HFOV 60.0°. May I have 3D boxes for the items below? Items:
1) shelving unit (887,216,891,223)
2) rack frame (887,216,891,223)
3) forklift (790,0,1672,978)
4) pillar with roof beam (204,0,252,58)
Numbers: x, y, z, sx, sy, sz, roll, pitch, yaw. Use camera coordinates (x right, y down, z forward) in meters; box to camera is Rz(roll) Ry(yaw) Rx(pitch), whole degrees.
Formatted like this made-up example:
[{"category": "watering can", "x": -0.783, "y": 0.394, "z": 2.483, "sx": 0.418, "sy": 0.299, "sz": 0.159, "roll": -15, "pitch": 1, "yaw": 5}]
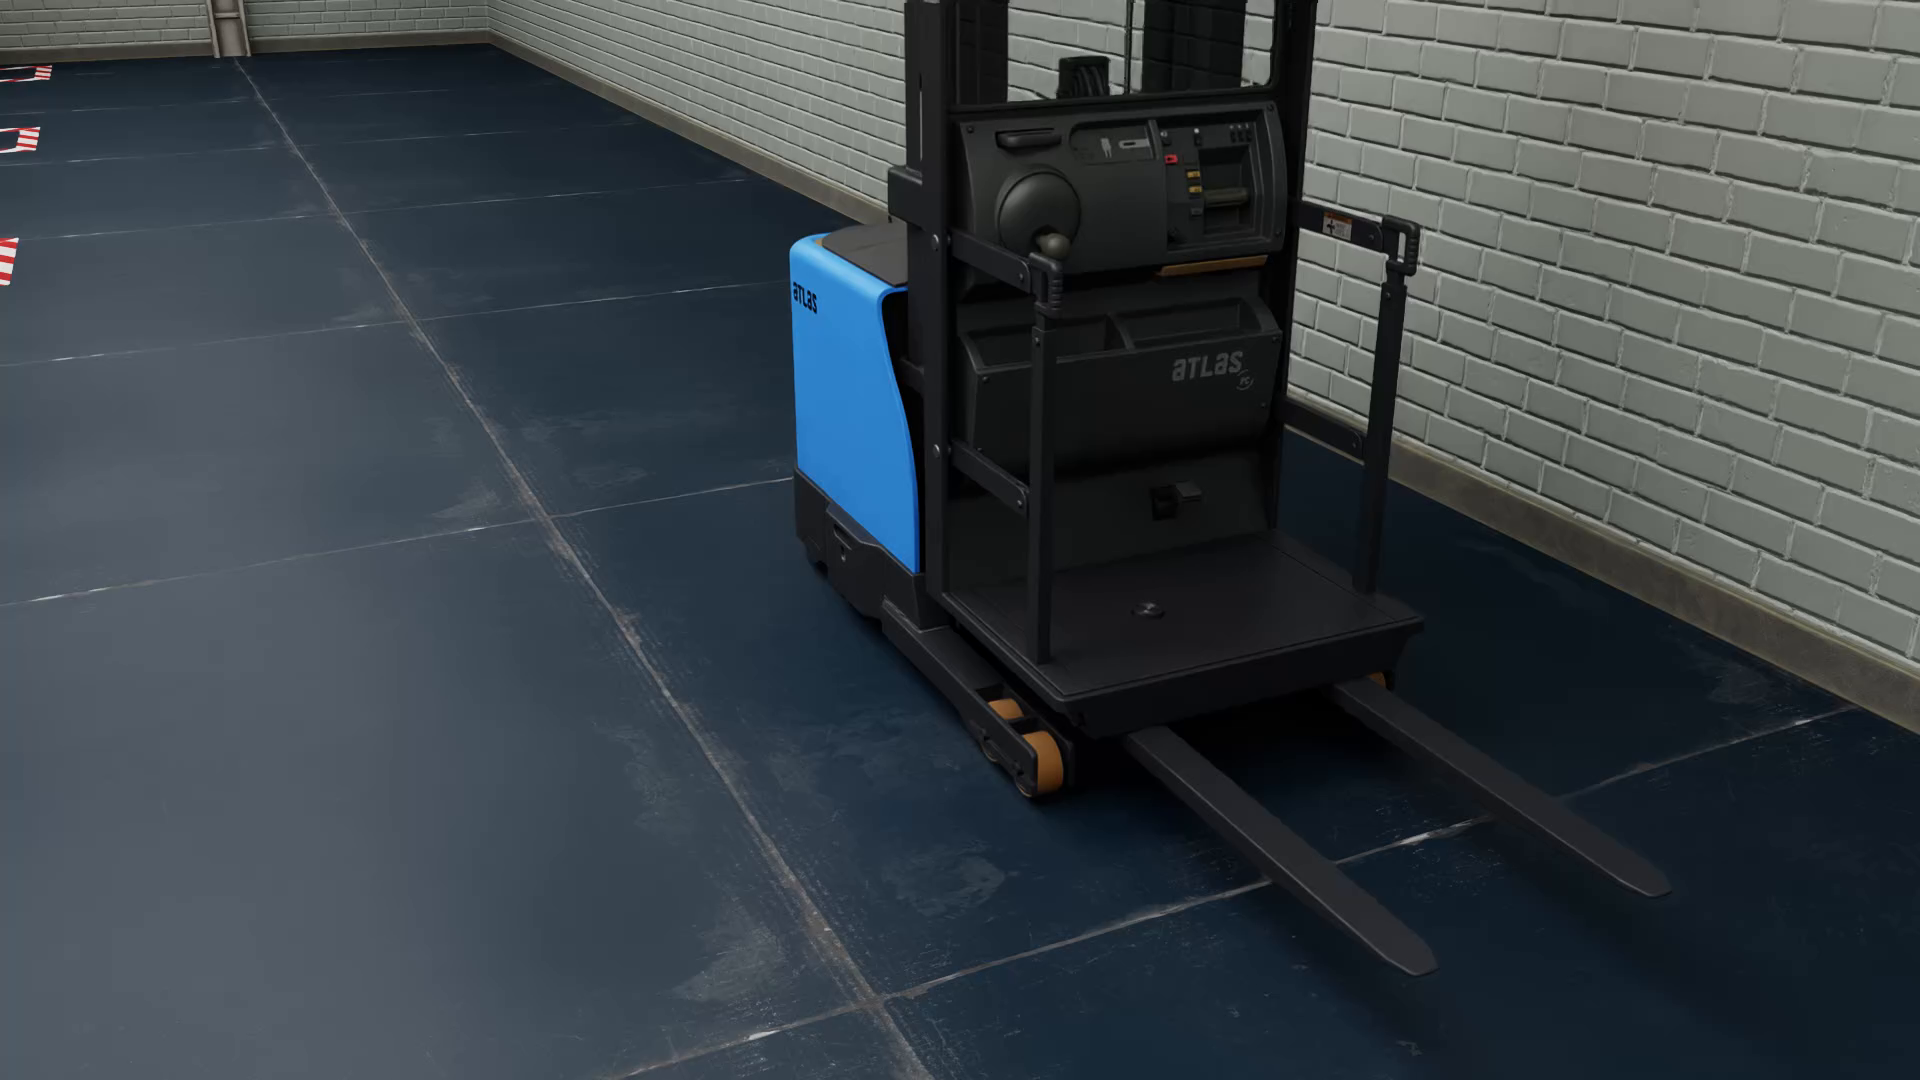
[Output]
[{"category": "shelving unit", "x": -0.093, "y": -0.609, "z": 5.848, "sx": 0.252, "sy": 1.050, "sz": 0.215, "roll": -10, "pitch": 25, "yaw": -23}, {"category": "rack frame", "x": -0.203, "y": -0.589, "z": 5.800, "sx": 0.008, "sy": 1.050, "sz": 0.200, "roll": -10, "pitch": 25, "yaw": -23}, {"category": "forklift", "x": 0.526, "y": -0.897, "z": 4.084, "sx": 1.130, "sy": 2.935, "sz": 3.031, "roll": -10, "pitch": 25, "yaw": -23}, {"category": "pillar with roof beam", "x": -6.628, "y": -8.332, "z": 14.113, "sx": 0.400, "sy": 9.000, "sz": 9.100, "roll": -10, "pitch": 25, "yaw": -24}]
